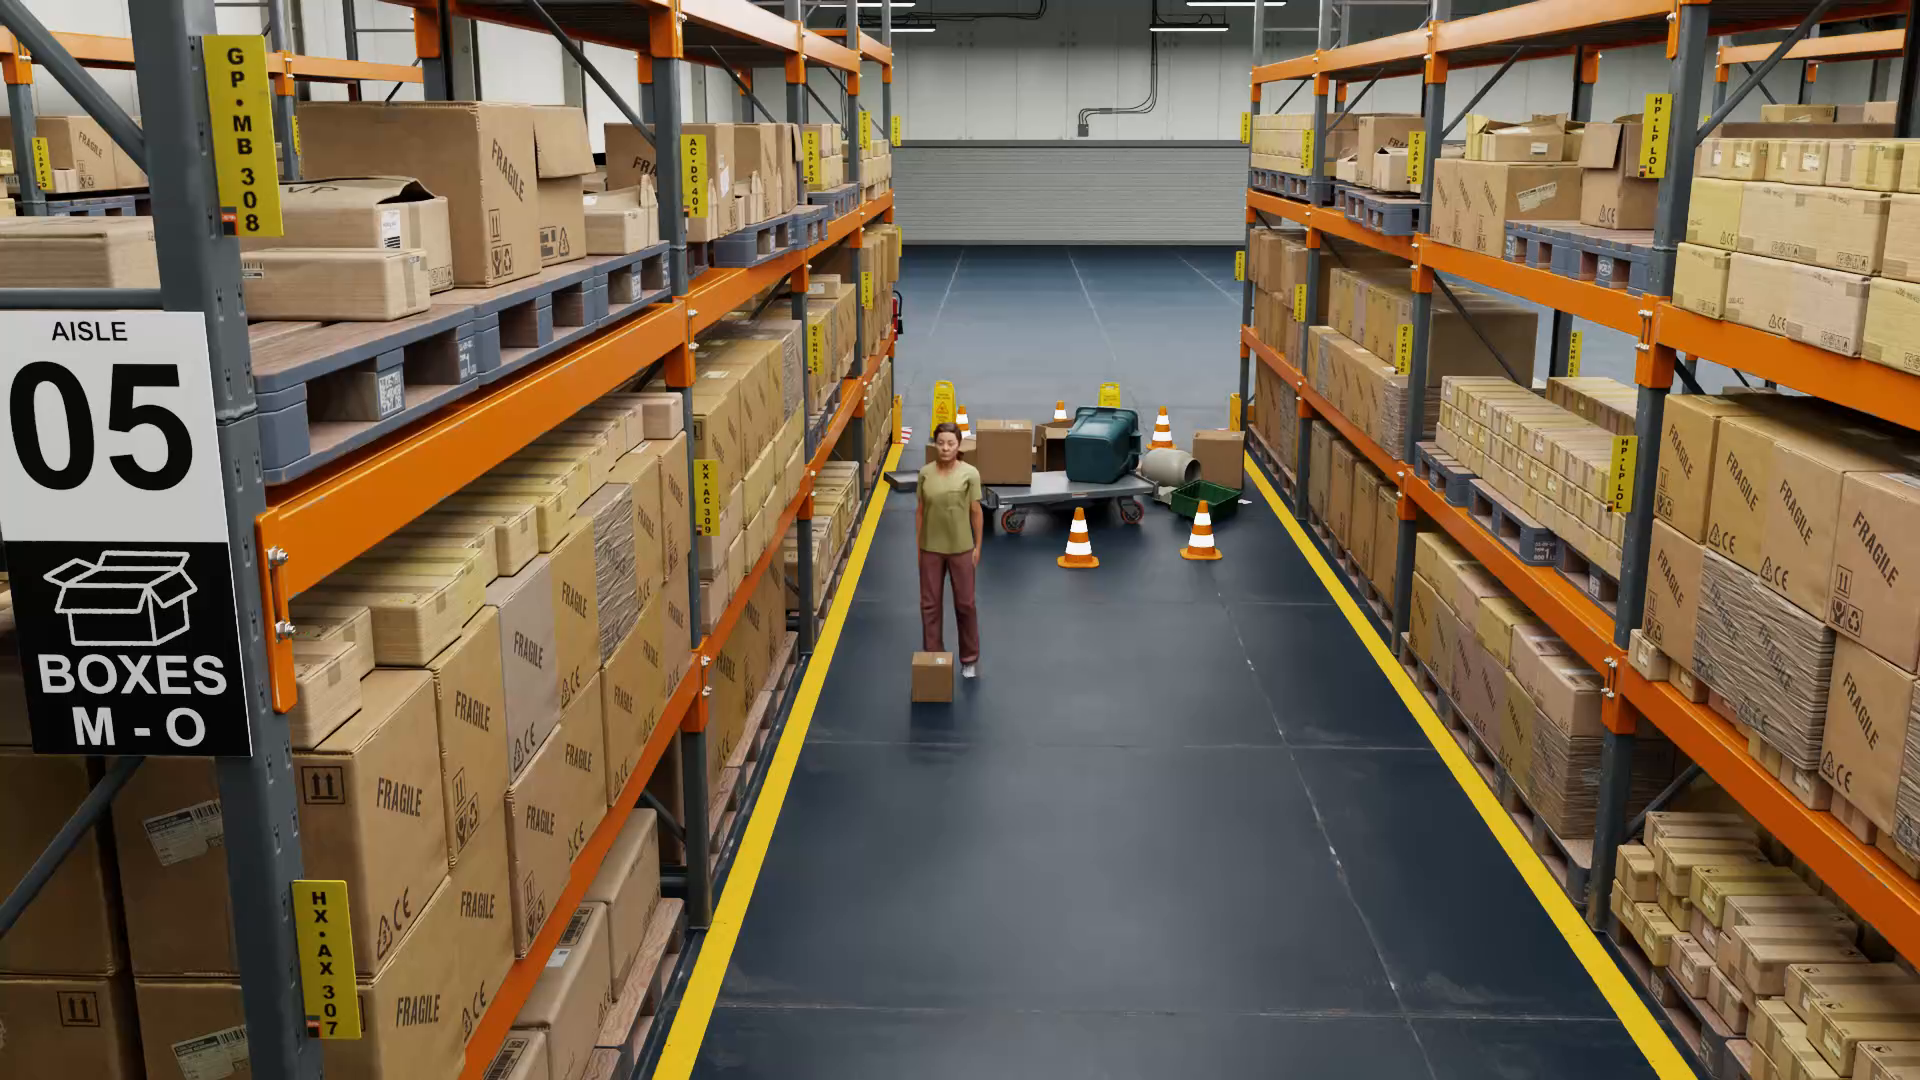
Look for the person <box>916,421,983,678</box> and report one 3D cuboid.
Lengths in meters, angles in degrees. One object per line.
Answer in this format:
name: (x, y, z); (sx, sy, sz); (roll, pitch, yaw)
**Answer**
person: (-0.076, 0.089, 10.751); (0.446, 1.720, 0.411); (3, 14, 12)
